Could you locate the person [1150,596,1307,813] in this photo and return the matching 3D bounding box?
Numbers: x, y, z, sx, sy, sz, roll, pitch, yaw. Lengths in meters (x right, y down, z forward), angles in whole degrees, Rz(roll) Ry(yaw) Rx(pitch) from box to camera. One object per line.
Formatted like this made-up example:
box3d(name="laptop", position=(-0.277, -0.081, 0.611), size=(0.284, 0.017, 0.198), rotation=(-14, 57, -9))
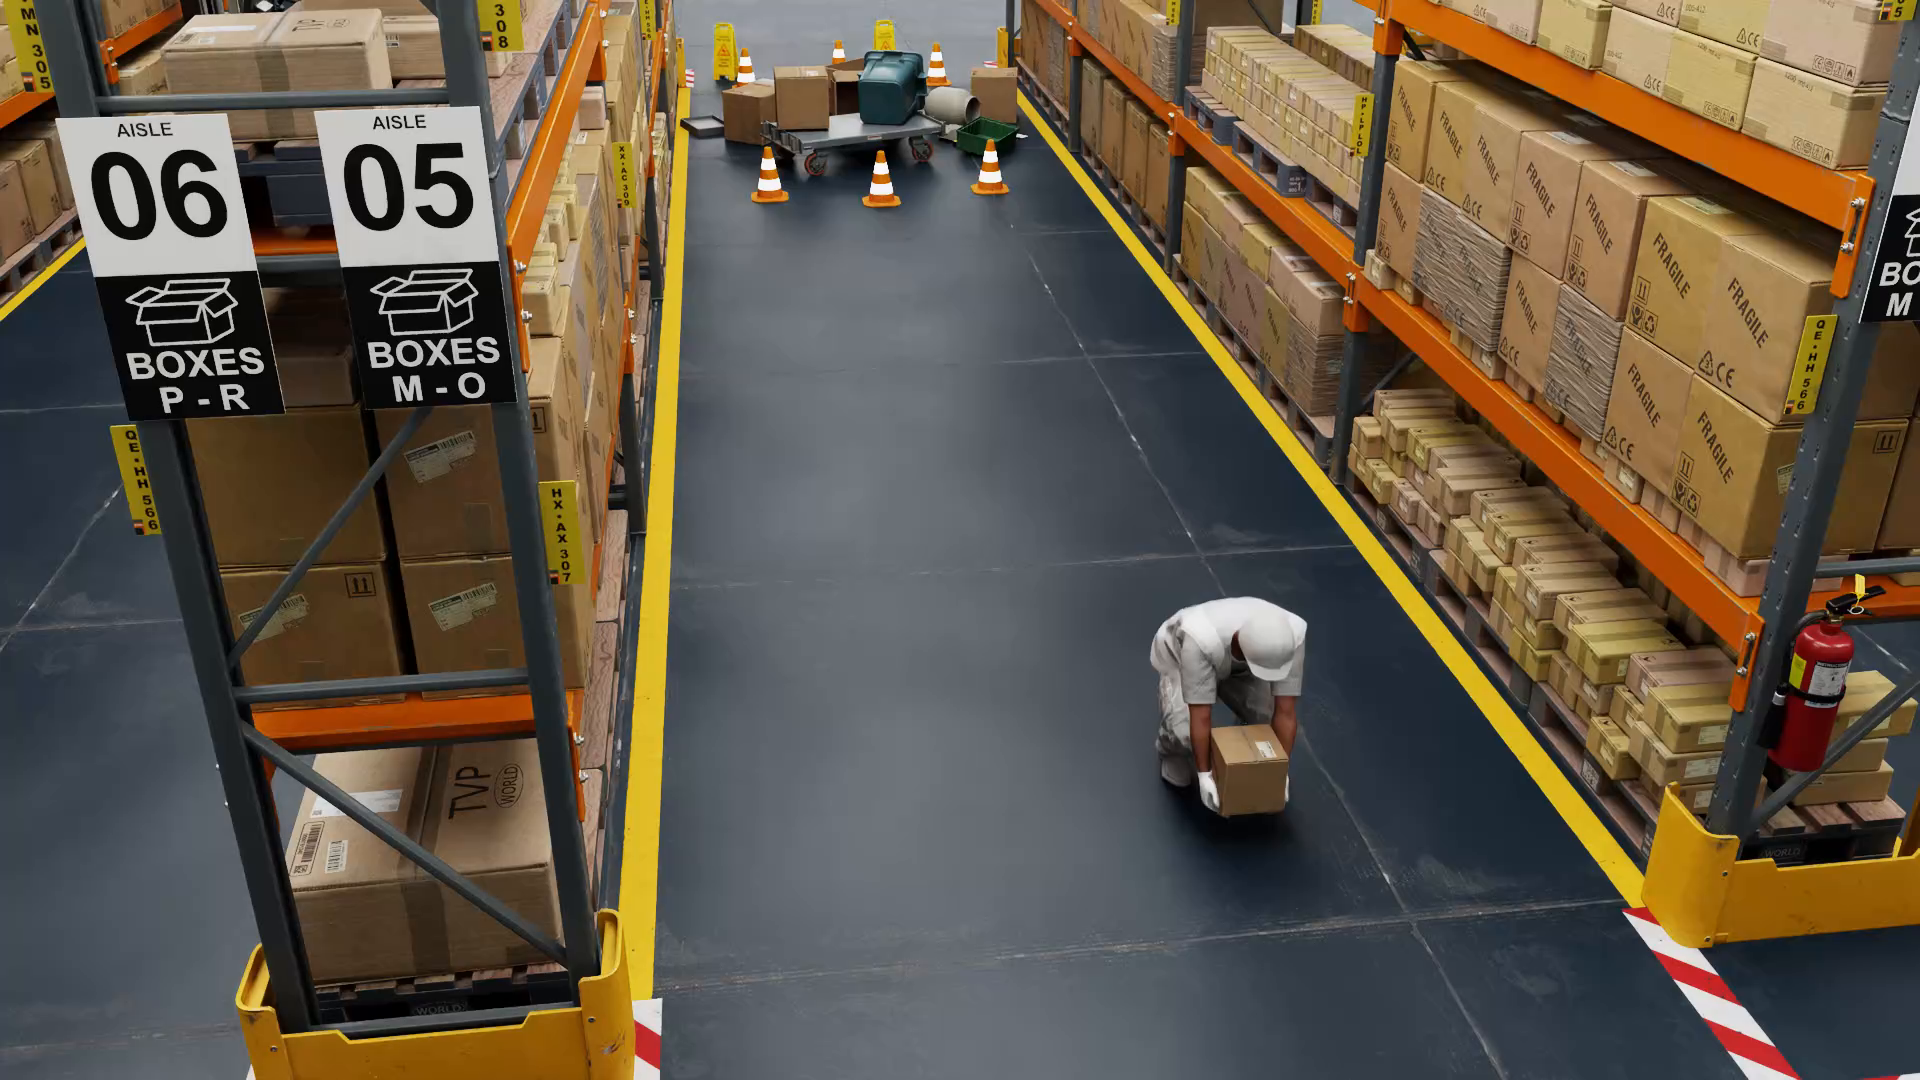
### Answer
box3d(name="person", position=(1.103, 0.599, 6.791), size=(0.561, 1.000, 0.926), rotation=(-4, 27, -8))
